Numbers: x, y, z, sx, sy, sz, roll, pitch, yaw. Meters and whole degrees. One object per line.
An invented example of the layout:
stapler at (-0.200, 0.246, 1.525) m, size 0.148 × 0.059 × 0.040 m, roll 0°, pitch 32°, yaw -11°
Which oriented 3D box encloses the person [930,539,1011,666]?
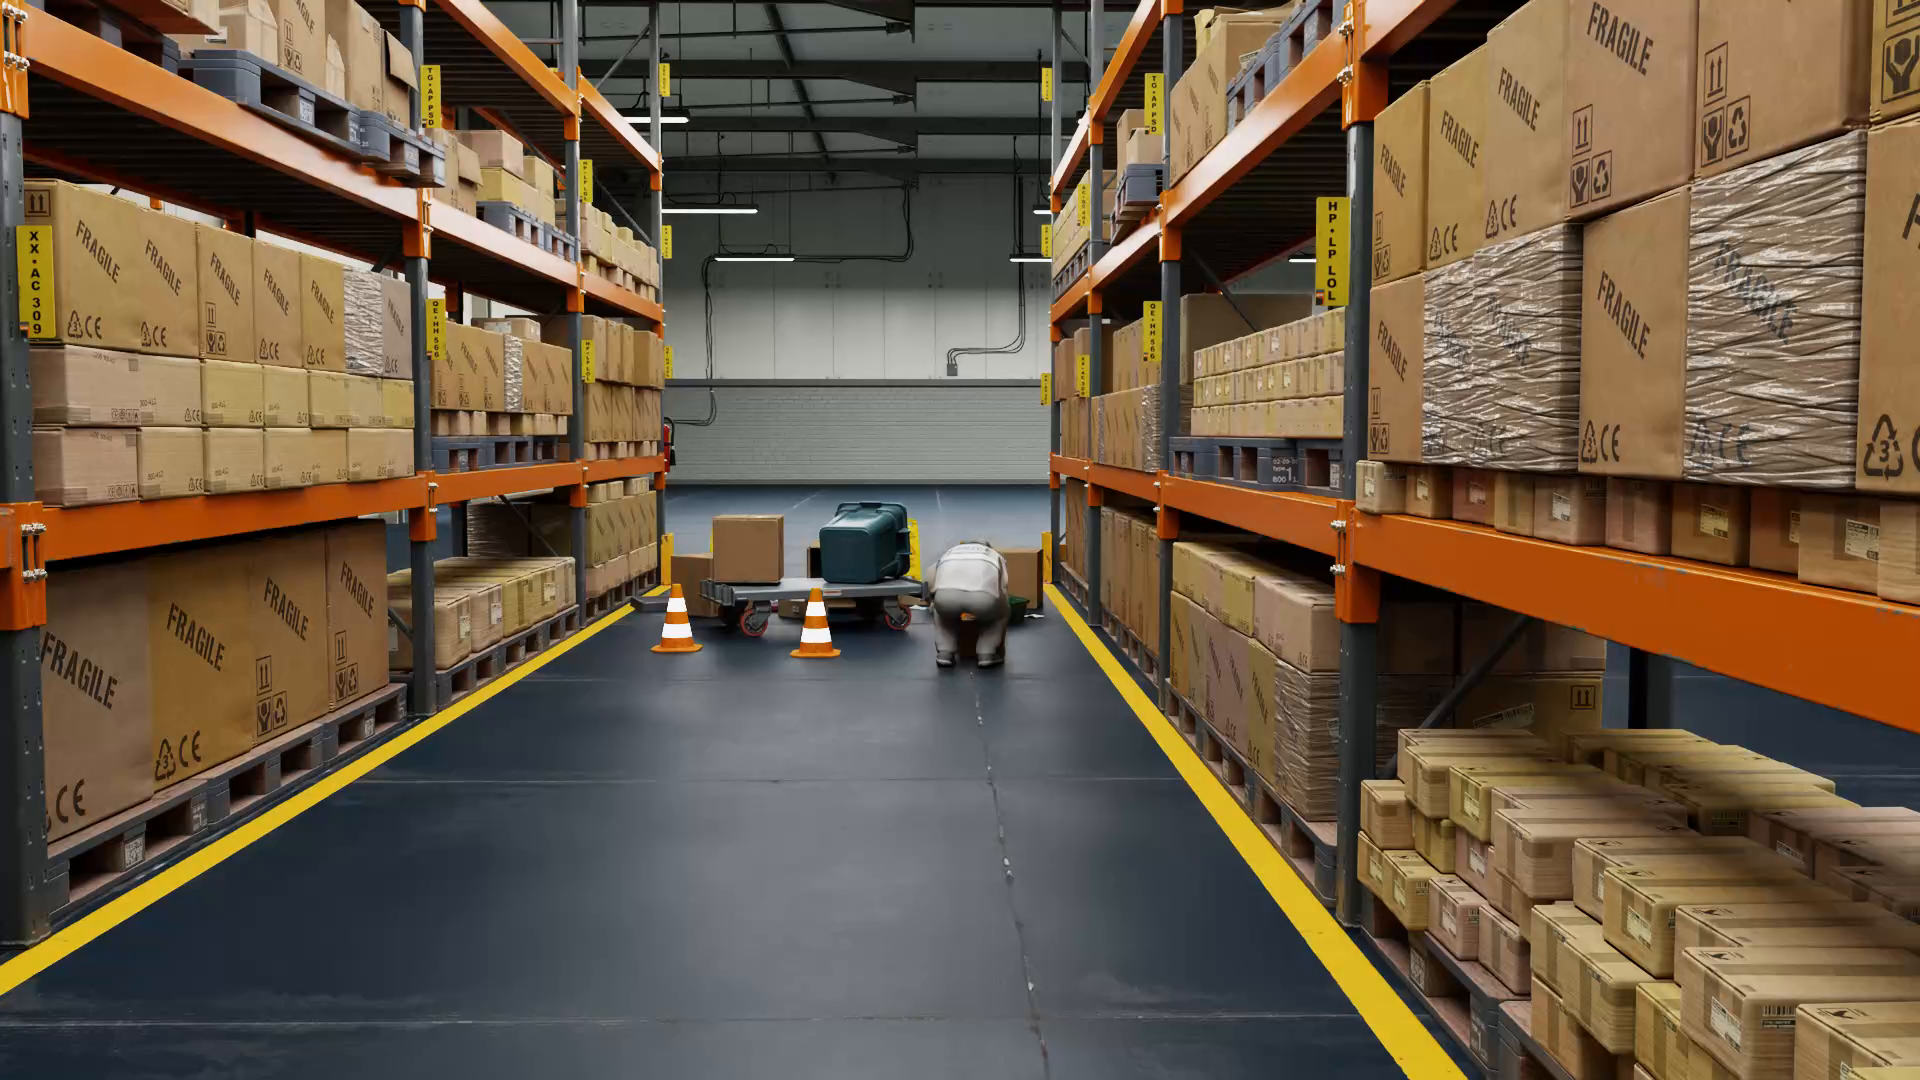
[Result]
person at (0.080, 0.425, 11.156) m, size 0.527 × 0.819 × 1.020 m, roll 1°, pitch 4°, yaw 10°
